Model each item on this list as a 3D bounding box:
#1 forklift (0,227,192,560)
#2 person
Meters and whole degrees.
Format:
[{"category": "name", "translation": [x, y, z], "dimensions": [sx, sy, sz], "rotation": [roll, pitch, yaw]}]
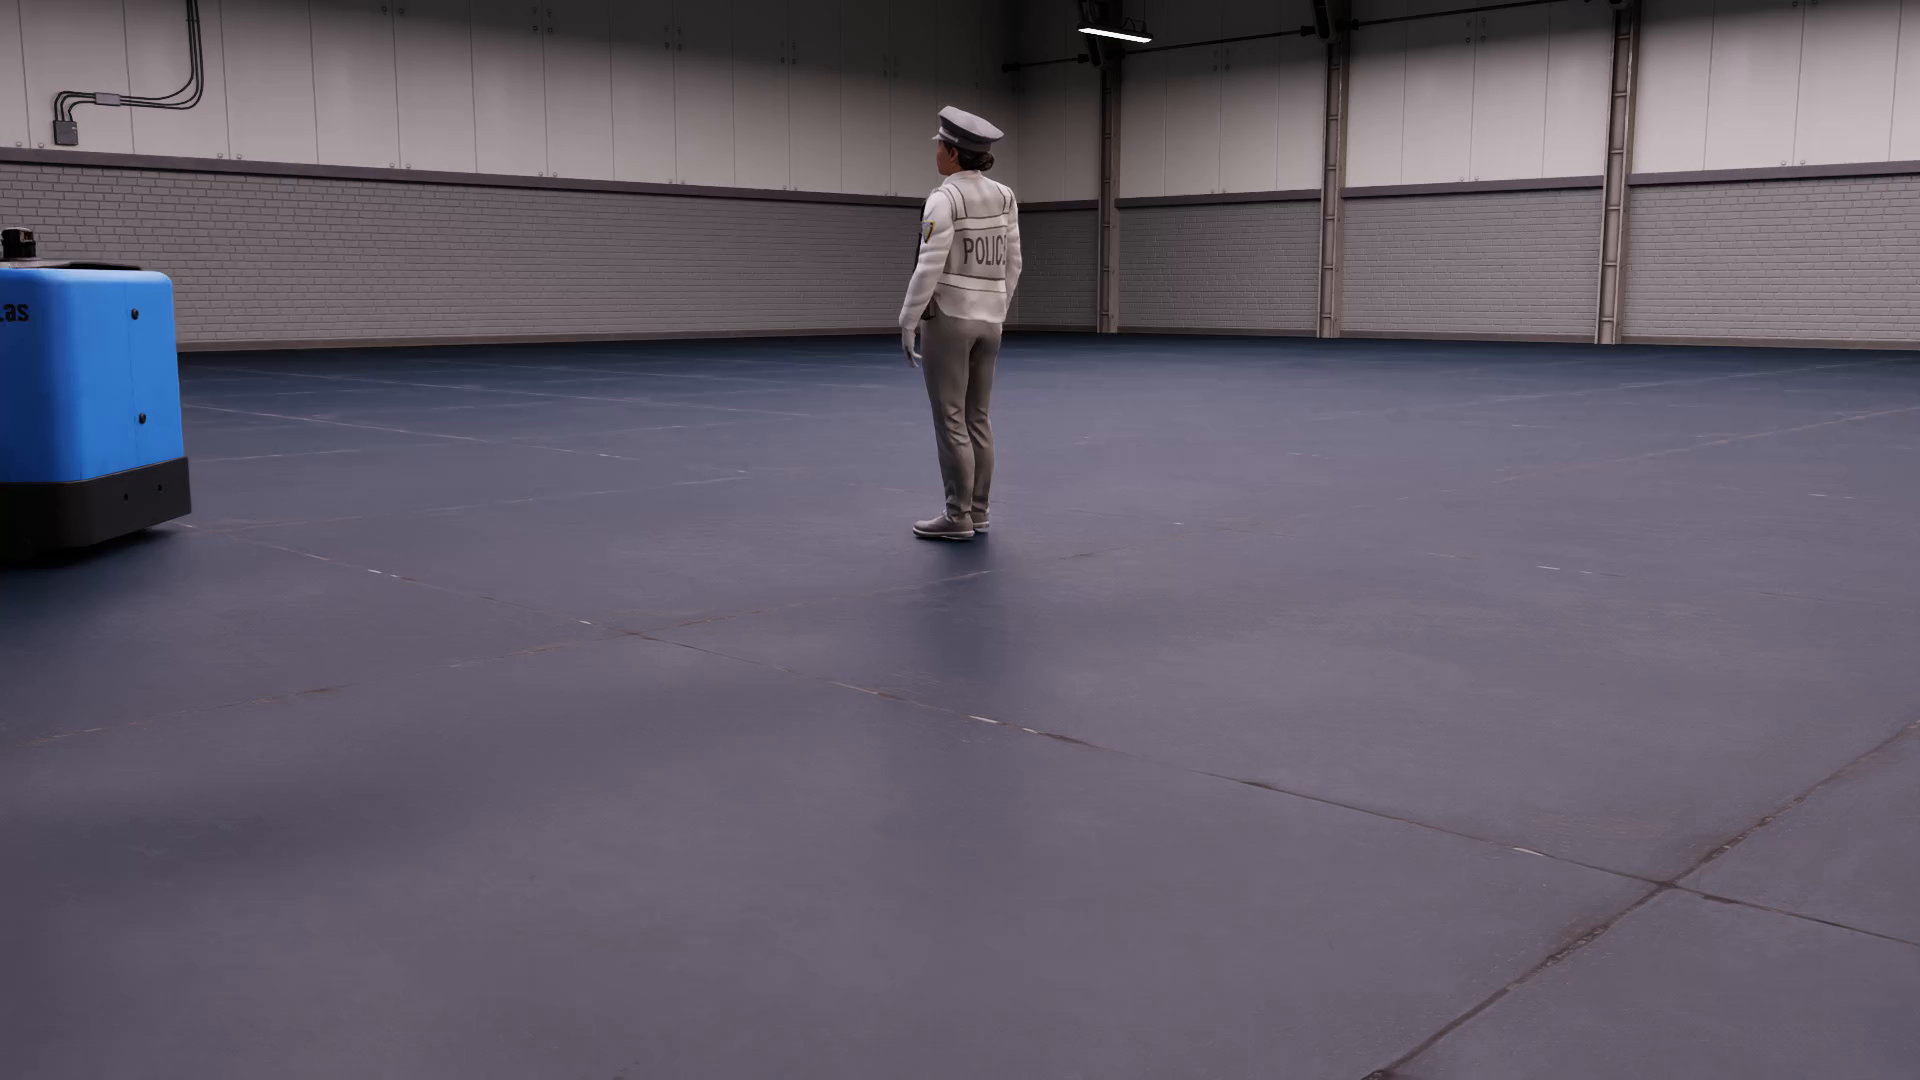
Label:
[{"category": "forklift", "translation": [-4.719, -1.416, 6.275], "dimensions": [3.031, 2.935, 1.130], "rotation": [0, 9, -2]}, {"category": "person", "translation": [-0.044, -0.853, 6.641], "dimensions": [0.534, 1.696, 0.587], "rotation": [8, 12, 43]}]
